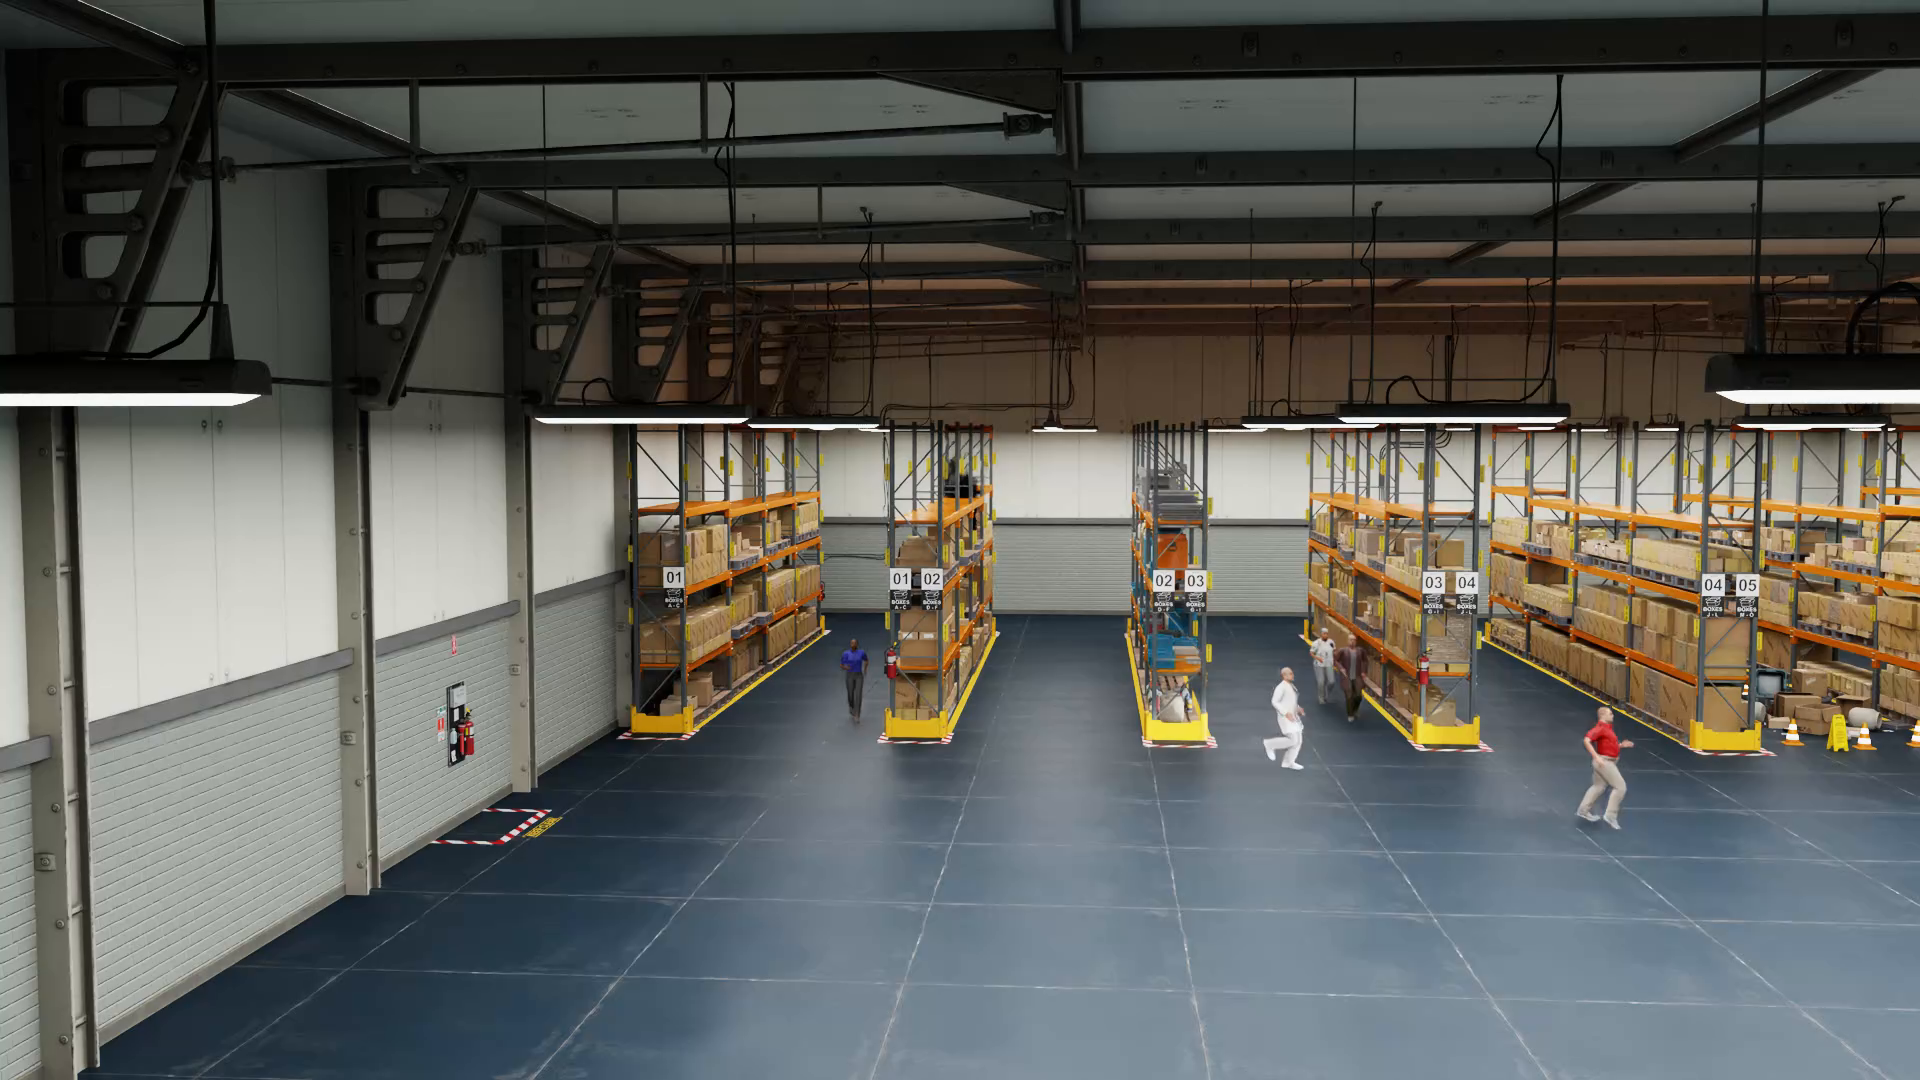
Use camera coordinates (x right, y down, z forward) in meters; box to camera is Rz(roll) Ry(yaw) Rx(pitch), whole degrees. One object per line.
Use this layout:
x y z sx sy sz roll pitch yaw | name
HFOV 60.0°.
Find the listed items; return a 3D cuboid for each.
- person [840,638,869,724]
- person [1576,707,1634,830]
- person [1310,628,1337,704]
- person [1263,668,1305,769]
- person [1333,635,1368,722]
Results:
-2.112 2.782 33.250 0.579 1.644 0.924 0 4 -5 | person
9.431 3.335 24.298 0.754 1.798 0.631 1 4 20 | person
7.721 2.673 35.230 0.603 1.628 0.573 0 4 1 | person
5.579 3.055 28.562 0.673 1.739 0.720 2 4 30 | person
7.797 2.753 33.152 0.716 1.743 0.630 0 4 5 | person
